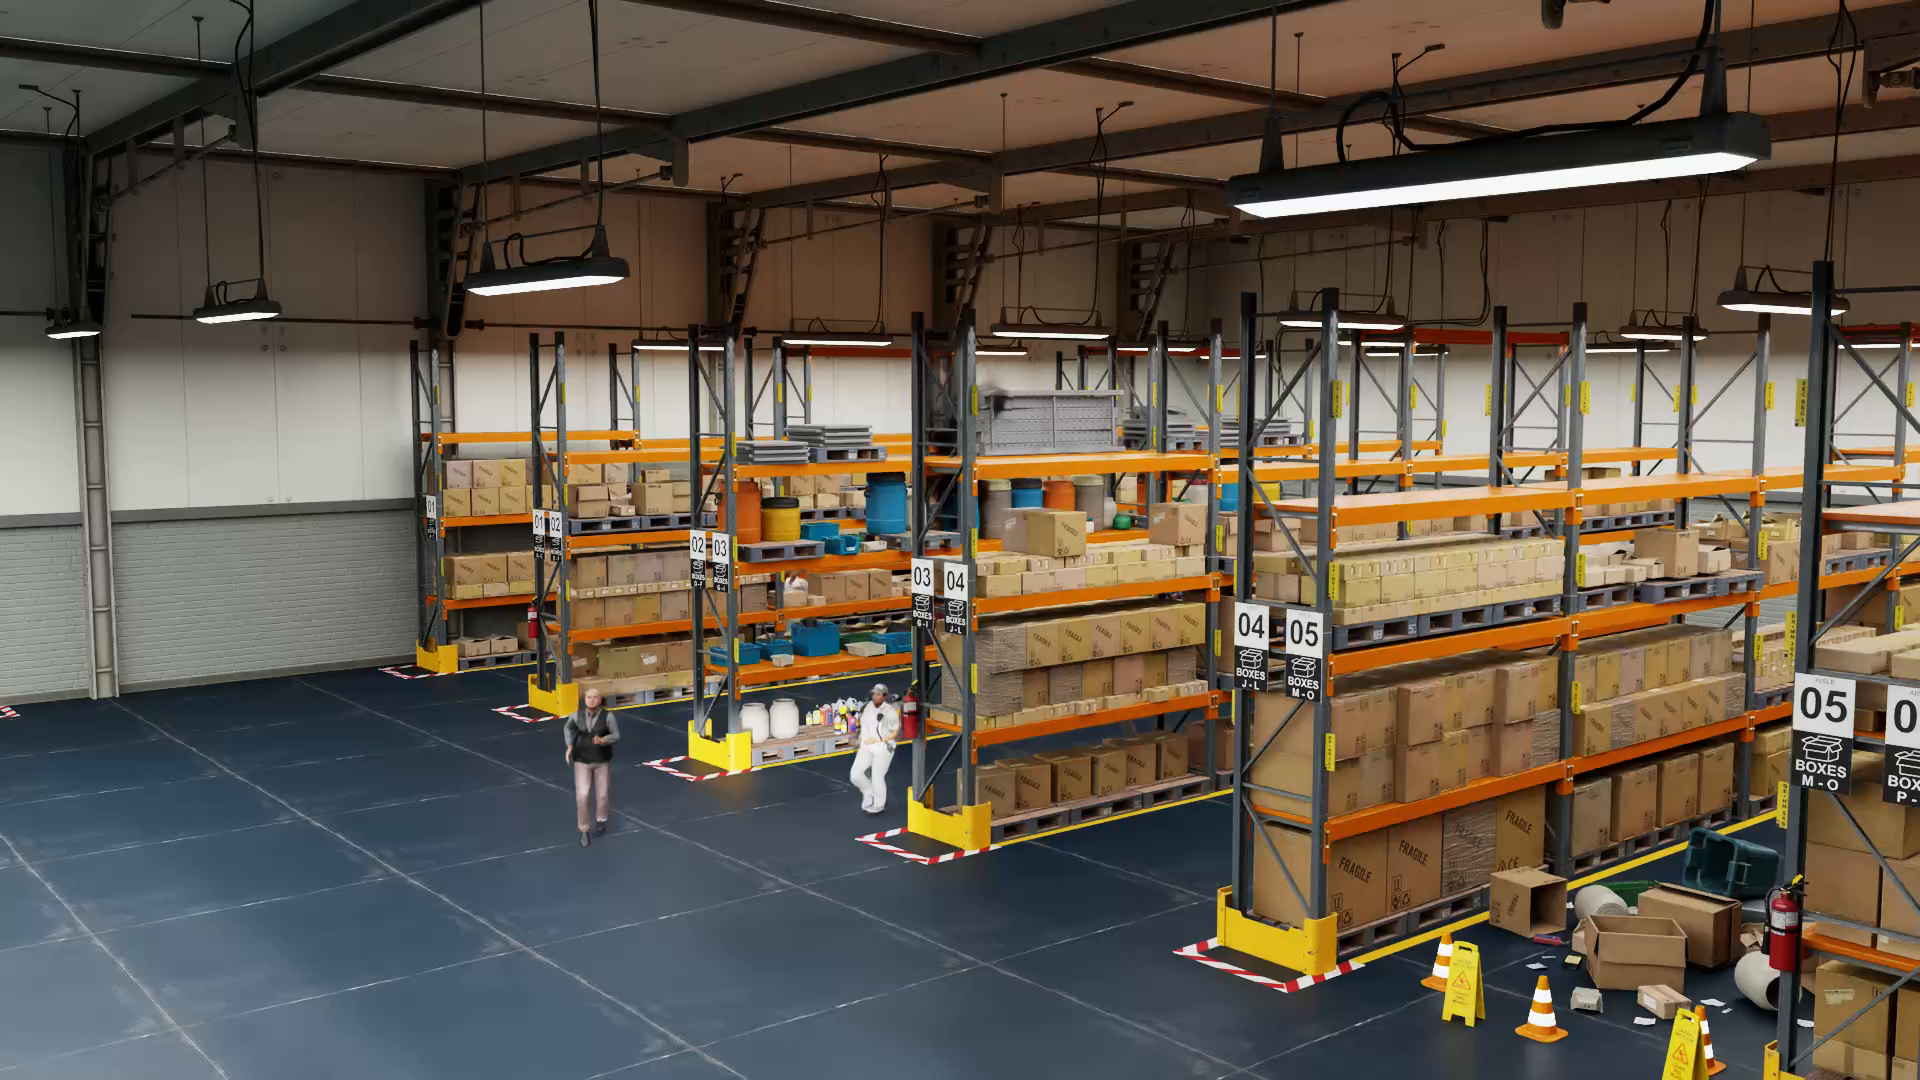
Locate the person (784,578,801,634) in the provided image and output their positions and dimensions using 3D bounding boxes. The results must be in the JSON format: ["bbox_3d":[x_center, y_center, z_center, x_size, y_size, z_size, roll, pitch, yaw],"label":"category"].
[{"bbox_3d":[-3.170,1.460,31.996,0.638,1.496,0.702,4,6,34],"label":"person"}]

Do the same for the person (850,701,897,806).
[{"bbox_3d":[-1.006,2.583,19.982,0.516,1.337,0.530,3,6,33],"label":"person"}]

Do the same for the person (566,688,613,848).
[{"bbox_3d":[-4.203,2.569,18.864,0.521,1.784,0.750,-1,5,-12],"label":"person"}]
